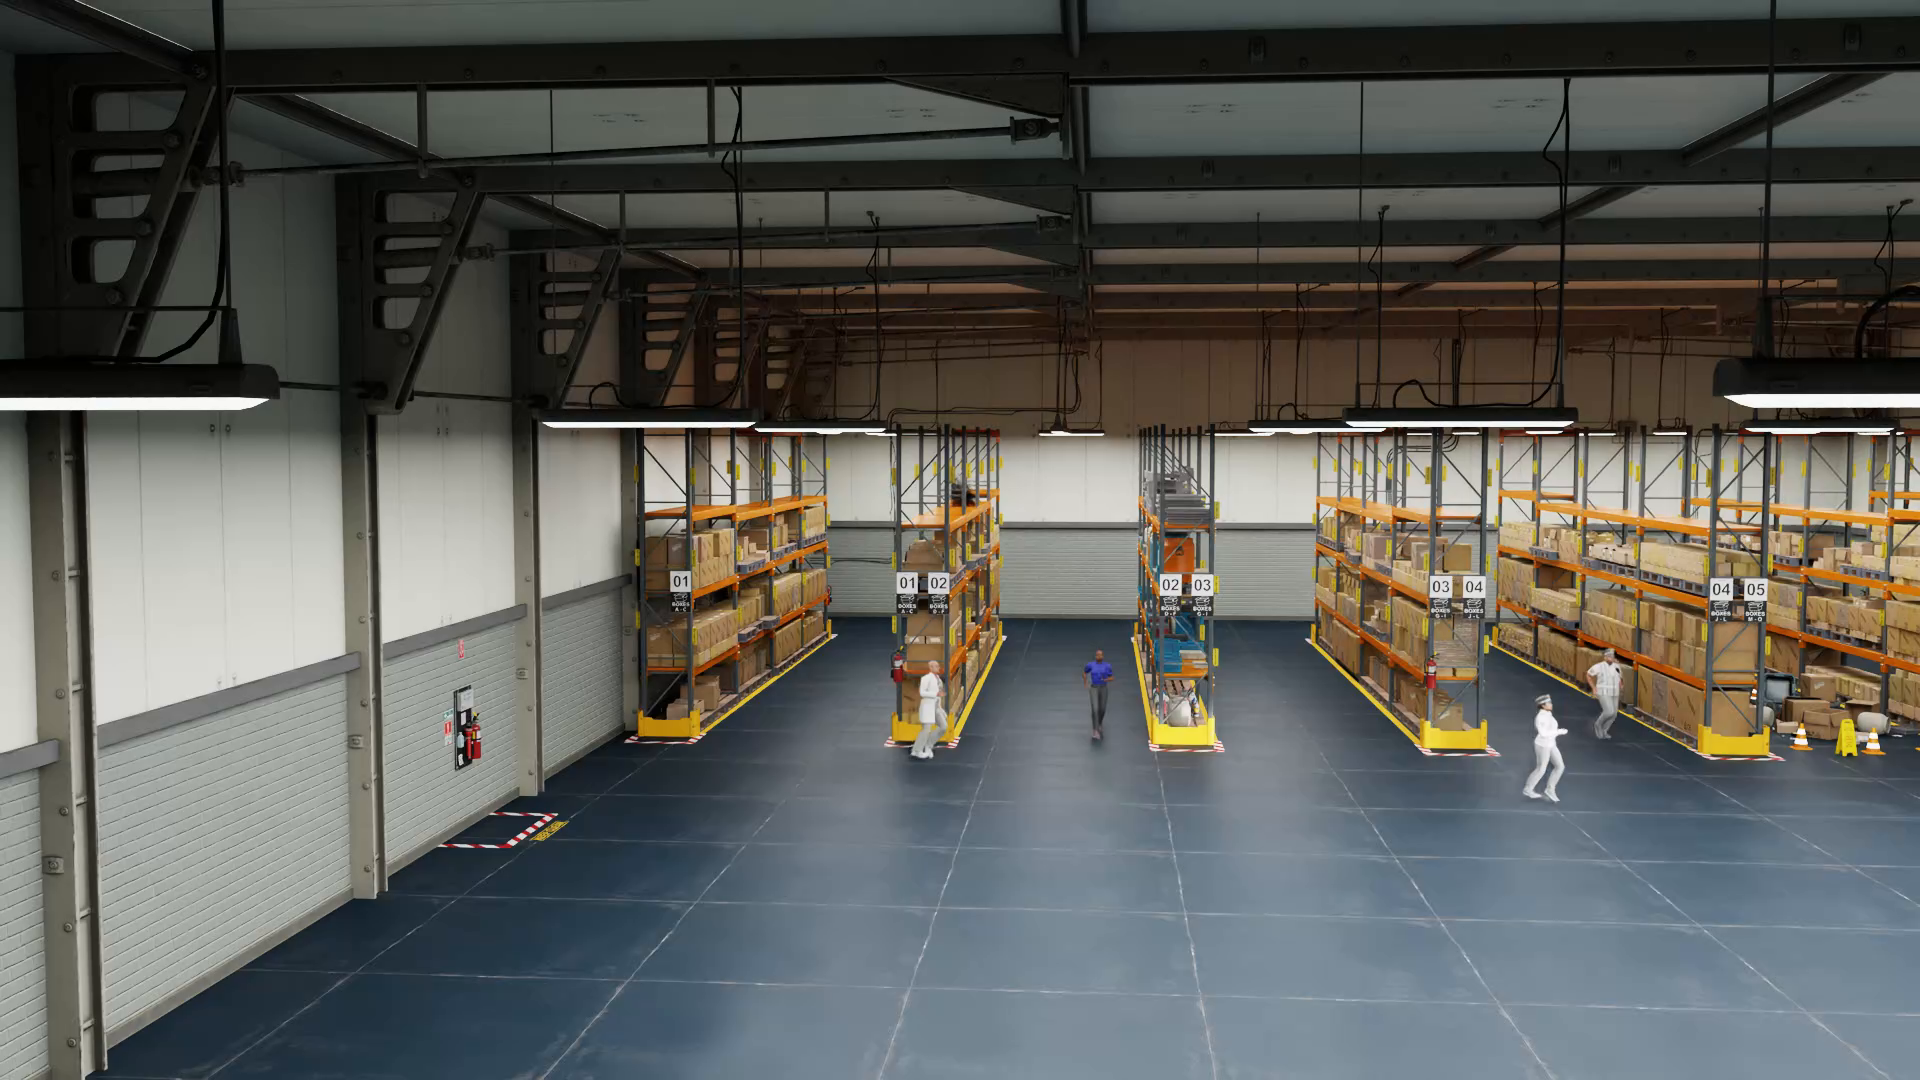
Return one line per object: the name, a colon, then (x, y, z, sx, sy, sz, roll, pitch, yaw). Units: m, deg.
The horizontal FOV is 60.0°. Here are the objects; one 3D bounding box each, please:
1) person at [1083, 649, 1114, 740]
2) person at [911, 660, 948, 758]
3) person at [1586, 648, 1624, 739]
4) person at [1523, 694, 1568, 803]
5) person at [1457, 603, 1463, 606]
person: (2.666, 2.936, 31.997, 0.570, 1.687, 0.860, 0, 3, -3)
person: (-0.470, 3.040, 29.835, 0.742, 1.762, 0.701, 2, 4, 35)
person: (12.315, 2.917, 31.538, 0.647, 1.742, 0.644, -1, 4, -14)
person: (9.254, 3.283, 26.208, 0.664, 1.734, 0.592, 3, 4, 36)
person: (13.549, 2.078, 45.684, 0.770, 1.736, 0.725, 2, 4, 26)
